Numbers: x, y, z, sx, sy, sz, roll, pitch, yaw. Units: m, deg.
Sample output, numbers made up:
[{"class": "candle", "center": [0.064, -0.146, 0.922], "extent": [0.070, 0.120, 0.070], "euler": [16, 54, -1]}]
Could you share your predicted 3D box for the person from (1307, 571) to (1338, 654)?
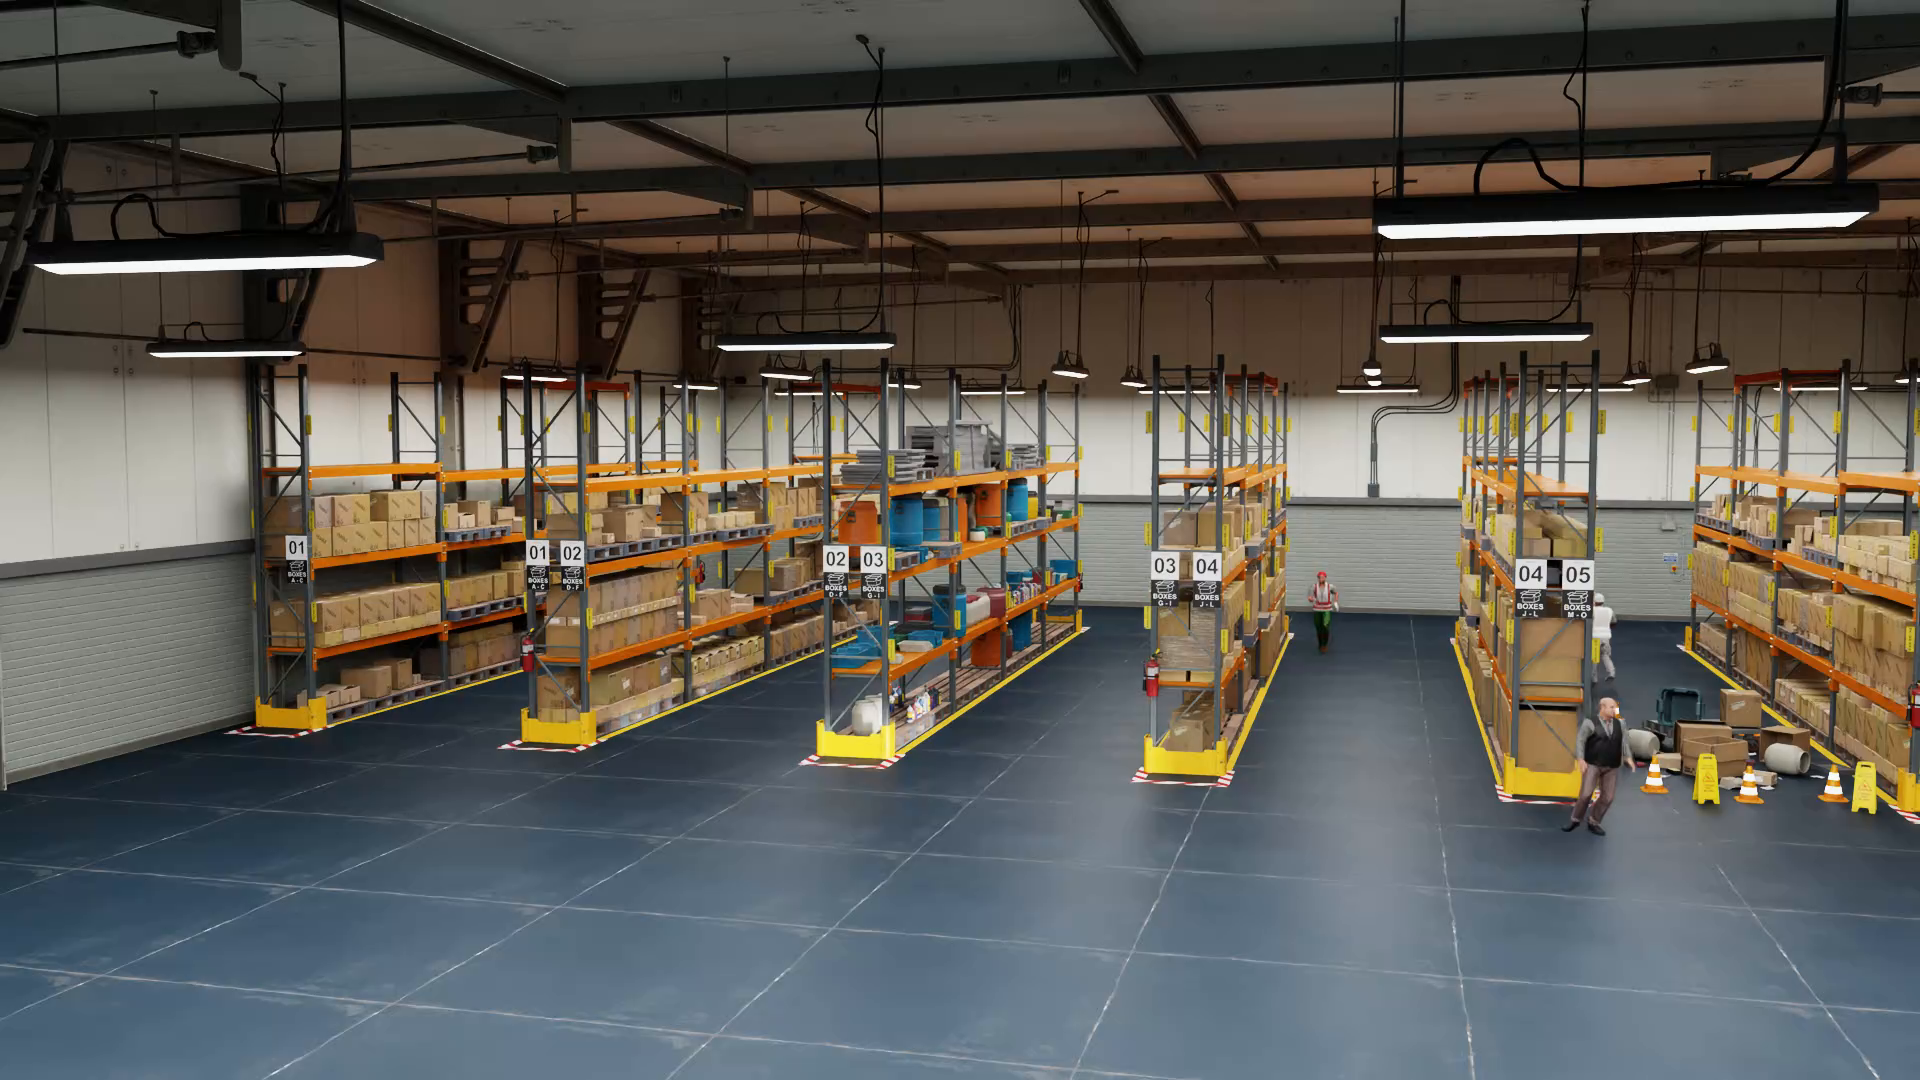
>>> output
[{"class": "person", "center": [7.972, 1.590, 36.563], "extent": [0.649, 1.828, 0.836], "euler": [1, 4, 19]}]

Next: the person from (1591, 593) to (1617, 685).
[{"class": "person", "center": [12.366, 1.921, 32.053], "extent": [0.688, 1.749, 0.939], "euler": [0, 4, 1]}]

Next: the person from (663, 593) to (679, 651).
[{"class": "person", "center": [-6.320, 1.687, 35.373], "extent": [0.655, 1.811, 0.832], "euler": [1, 4, 15]}]

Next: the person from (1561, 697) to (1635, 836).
[{"class": "person", "center": [7.770, 2.771, 20.238], "extent": [0.785, 1.715, 0.603], "euler": [-1, 4, -7]}]
